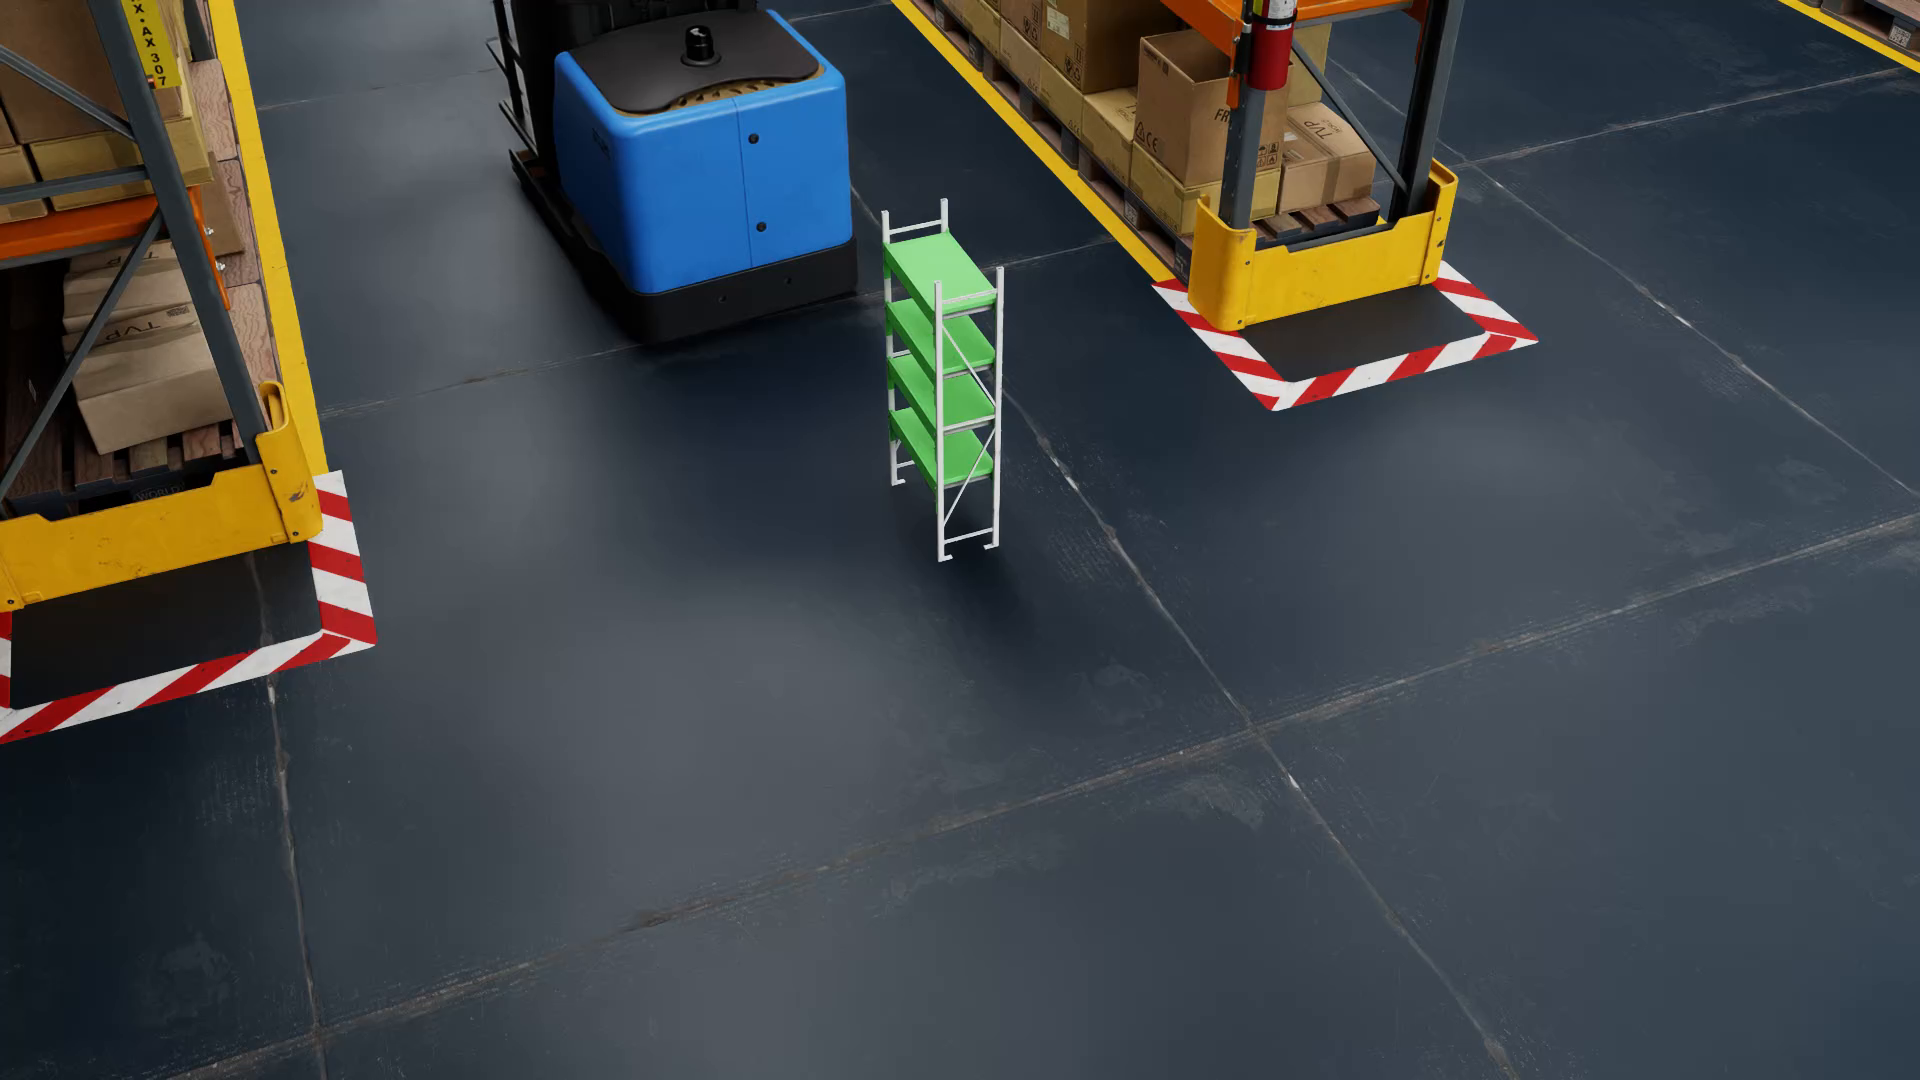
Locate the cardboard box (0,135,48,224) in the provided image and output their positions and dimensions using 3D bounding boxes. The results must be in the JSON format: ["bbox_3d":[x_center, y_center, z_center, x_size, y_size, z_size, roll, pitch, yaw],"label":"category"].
[{"bbox_3d":[-3.329,-1.251,5.504,0.500,0.250,0.500,-15,43,-16],"label":"cardboard box"}]

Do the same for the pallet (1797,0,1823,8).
[{"bbox_3d":[5.340,-3.740,10.437,1.003,0.211,1.213,-15,43,-17],"label":"pallet"}]

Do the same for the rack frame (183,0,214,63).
[{"bbox_3d":[-4.502,-3.477,7.992,1.000,3.000,0.127,-15,43,-17],"label":"rack frame"}]

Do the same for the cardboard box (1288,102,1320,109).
[{"bbox_3d":[1.410,-2.101,8.179,0.500,0.250,0.500,-15,43,-17],"label":"cardboard box"}]

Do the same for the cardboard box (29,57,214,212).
[{"bbox_3d":[-2.865,-1.391,5.667,0.500,0.250,0.500,-16,43,-18],"label":"cardboard box"}]

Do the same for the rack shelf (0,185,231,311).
[{"bbox_3d":[-3.737,-1.999,6.826,1.077,0.370,4.000,-15,43,-17],"label":"rack shelf"}]

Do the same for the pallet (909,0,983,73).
[{"bbox_3d":[0.339,-3.168,9.772,1.003,0.211,1.213,-15,43,-17],"label":"pallet"}]

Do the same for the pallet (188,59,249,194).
[{"bbox_3d":[-4.212,-2.024,8.441,1.003,0.211,1.213,-15,43,-17],"label":"pallet"}]

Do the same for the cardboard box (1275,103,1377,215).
[{"bbox_3d":[1.604,-1.800,7.830,0.500,0.250,0.500,-15,43,-17],"label":"cardboard box"}]

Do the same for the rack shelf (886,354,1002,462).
[{"bbox_3d":[-0.063,-0.506,6.016,0.258,0.148,0.480,-15,43,-17],"label":"rack shelf"}]

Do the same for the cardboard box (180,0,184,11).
[{"bbox_3d":[-3.457,-2.314,6.740,0.500,0.250,0.500,-15,43,-16],"label":"cardboard box"}]

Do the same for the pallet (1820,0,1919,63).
[{"bbox_3d":[5.803,-3.006,9.584,1.003,0.211,1.213,-15,43,-17],"label":"pallet"}]

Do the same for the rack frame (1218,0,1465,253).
[{"bbox_3d":[1.604,-2.305,6.630,1.000,3.000,0.127,-15,43,-17],"label":"rack frame"}]

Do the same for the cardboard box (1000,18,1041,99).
[{"bbox_3d":[0.541,-2.572,8.727,0.500,0.250,0.500,-15,43,-17],"label":"cardboard box"}]

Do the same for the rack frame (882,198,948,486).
[{"bbox_3d":[-0.157,-0.702,6.146,0.240,1.200,0.015,-15,43,-17],"label":"rack frame"}]

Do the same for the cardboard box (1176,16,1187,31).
[{"bbox_3d":[1.208,-2.683,8.282,0.500,0.500,0.500,-15,43,-17],"label":"cardboard box"}]

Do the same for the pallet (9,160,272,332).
[{"bbox_3d":[-3.742,-1.288,7.585,1.003,0.211,1.213,-15,43,-17],"label":"pallet"}]

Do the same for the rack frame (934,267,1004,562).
[{"bbox_3d":[0.030,-0.408,5.804,0.240,1.200,0.015,-15,43,-17],"label":"rack frame"}]

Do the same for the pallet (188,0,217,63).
[{"bbox_3d":[-4.801,-2.888,9.447,1.003,0.211,1.213,-15,43,-17],"label":"pallet"}]

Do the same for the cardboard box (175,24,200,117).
[{"bbox_3d":[-3.077,-1.700,6.026,0.500,0.250,0.500,-16,43,-18],"label":"cardboard box"}]

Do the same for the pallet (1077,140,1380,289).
[{"bbox_3d":[1.273,-1.698,8.063,1.003,0.211,1.213,-15,43,-17],"label":"pallet"}]

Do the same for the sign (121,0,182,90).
[{"bbox_3d":[-2.470,-1.531,5.066,0.100,0.325,0.005,-15,43,-17],"label":"sign"}]

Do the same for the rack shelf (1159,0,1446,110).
[{"bbox_3d":[0.839,-3.237,8.266,1.077,0.370,4.000,-15,43,-17],"label":"rack shelf"}]

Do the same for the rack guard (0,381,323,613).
[{"bbox_3d":[-3.000,-0.165,6.059,1.175,0.500,0.348,-15,43,-17],"label":"rack guard"}]

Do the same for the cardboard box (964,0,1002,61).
[{"bbox_3d":[0.344,-2.872,9.075,0.500,0.250,0.500,-15,43,-17],"label":"cardboard box"}]

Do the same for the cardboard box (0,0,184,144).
[{"bbox_3d":[-2.876,-1.665,5.410,0.500,0.500,0.500,-15,43,-17],"label":"cardboard box"}]

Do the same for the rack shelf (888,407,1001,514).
[{"bbox_3d":[-0.063,-0.324,6.173,0.258,0.148,0.480,-15,43,-17],"label":"rack shelf"}]

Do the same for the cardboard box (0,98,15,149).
[{"bbox_3d":[-3.348,-1.533,5.257,0.500,0.500,0.500,-16,43,-17],"label":"cardboard box"}]

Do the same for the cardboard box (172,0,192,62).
[{"bbox_3d":[-3.266,-2.009,6.385,0.500,0.250,0.500,-16,43,-18],"label":"cardboard box"}]

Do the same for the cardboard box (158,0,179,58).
[{"bbox_3d":[-3.056,-1.965,5.759,0.500,0.500,0.500,-15,43,-17],"label":"cardboard box"}]

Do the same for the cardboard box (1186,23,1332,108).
[{"bbox_3d":[1.411,-2.385,7.935,0.500,0.500,0.500,-15,43,-17],"label":"cardboard box"}]

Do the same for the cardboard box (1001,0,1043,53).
[{"bbox_3d":[0.538,-2.855,8.481,0.500,0.500,0.500,-15,43,-17],"label":"cardboard box"}]

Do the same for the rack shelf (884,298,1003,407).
[{"bbox_3d":[-0.063,-0.688,5.860,0.258,0.148,0.480,-15,43,-17],"label":"rack shelf"}]

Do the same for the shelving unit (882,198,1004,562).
[{"bbox_3d":[-0.063,-0.555,5.975,0.258,1.200,0.503,-15,43,-17],"label":"shelving unit"}]

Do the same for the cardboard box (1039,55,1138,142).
[{"bbox_3d":[0.730,-2.270,8.376,0.500,0.250,0.500,-15,43,-17],"label":"cardboard box"}]

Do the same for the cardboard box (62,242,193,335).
[{"bbox_3d":[-3.371,-0.997,6.834,0.500,0.311,0.500,-12,42,-13],"label":"cardboard box"}]

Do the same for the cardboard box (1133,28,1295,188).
[{"bbox_3d":[1.124,-1.955,7.435,0.500,0.500,0.500,-15,43,-17],"label":"cardboard box"}]

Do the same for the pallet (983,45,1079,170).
[{"bbox_3d":[0.810,-2.432,8.916,1.003,0.211,1.213,-15,43,-17],"label":"pallet"}]

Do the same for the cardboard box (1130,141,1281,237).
[{"bbox_3d":[1.126,-1.671,7.680,0.500,0.250,0.500,-15,43,-17],"label":"cardboard box"}]

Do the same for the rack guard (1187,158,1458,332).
[{"bbox_3d":[1.613,-1.343,7.428,1.175,0.500,0.348,-15,43,-17],"label":"rack guard"}]

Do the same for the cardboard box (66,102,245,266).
[{"bbox_3d":[-3.606,-1.523,7.301,0.700,0.500,0.500,-18,44,-20],"label":"cardboard box"}]

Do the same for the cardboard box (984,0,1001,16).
[{"bbox_3d":[0.344,-3.156,8.831,0.500,0.500,0.500,-15,43,-17],"label":"cardboard box"}]

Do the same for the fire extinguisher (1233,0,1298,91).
[{"bbox_3d":[1.220,-2.089,6.438,0.296,0.674,0.183,-15,43,-17],"label":"fire extinguisher"}]

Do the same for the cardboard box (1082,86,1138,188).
[{"bbox_3d":[0.923,-1.969,8.026,0.500,0.250,0.500,-15,43,-17],"label":"cardboard box"}]

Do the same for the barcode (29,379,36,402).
[{"bbox_3d":[-3.529,-0.568,6.328,0.001,0.075,0.075,-15,43,-17],"label":"barcode"}]

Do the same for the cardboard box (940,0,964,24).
[{"bbox_3d":[0.157,-3.174,9.427,0.500,0.250,0.500,-15,43,-17],"label":"cardboard box"}]

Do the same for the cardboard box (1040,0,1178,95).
[{"bbox_3d":[0.728,-2.554,8.131,0.500,0.500,0.500,-15,43,-17],"label":"cardboard box"}]

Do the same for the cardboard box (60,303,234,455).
[{"bbox_3d":[-3.153,-0.654,6.434,0.500,0.311,0.500,-20,45,-22],"label":"cardboard box"}]

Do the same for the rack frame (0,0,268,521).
[{"bbox_3d":[-2.971,-1.067,5.190,1.000,3.000,0.127,-15,43,-17],"label":"rack frame"}]

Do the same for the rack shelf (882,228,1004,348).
[{"bbox_3d":[-0.063,-0.870,5.703,0.258,0.148,0.480,-15,43,-17],"label":"rack shelf"}]

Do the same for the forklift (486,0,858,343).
[{"bbox_3d":[-1.588,-2.908,7.384,1.130,2.935,3.031,-19,44,-21],"label":"forklift"}]

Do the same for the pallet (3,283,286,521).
[{"bbox_3d":[-3.279,-0.554,6.732,1.003,0.211,1.213,-15,43,-17],"label":"pallet"}]
